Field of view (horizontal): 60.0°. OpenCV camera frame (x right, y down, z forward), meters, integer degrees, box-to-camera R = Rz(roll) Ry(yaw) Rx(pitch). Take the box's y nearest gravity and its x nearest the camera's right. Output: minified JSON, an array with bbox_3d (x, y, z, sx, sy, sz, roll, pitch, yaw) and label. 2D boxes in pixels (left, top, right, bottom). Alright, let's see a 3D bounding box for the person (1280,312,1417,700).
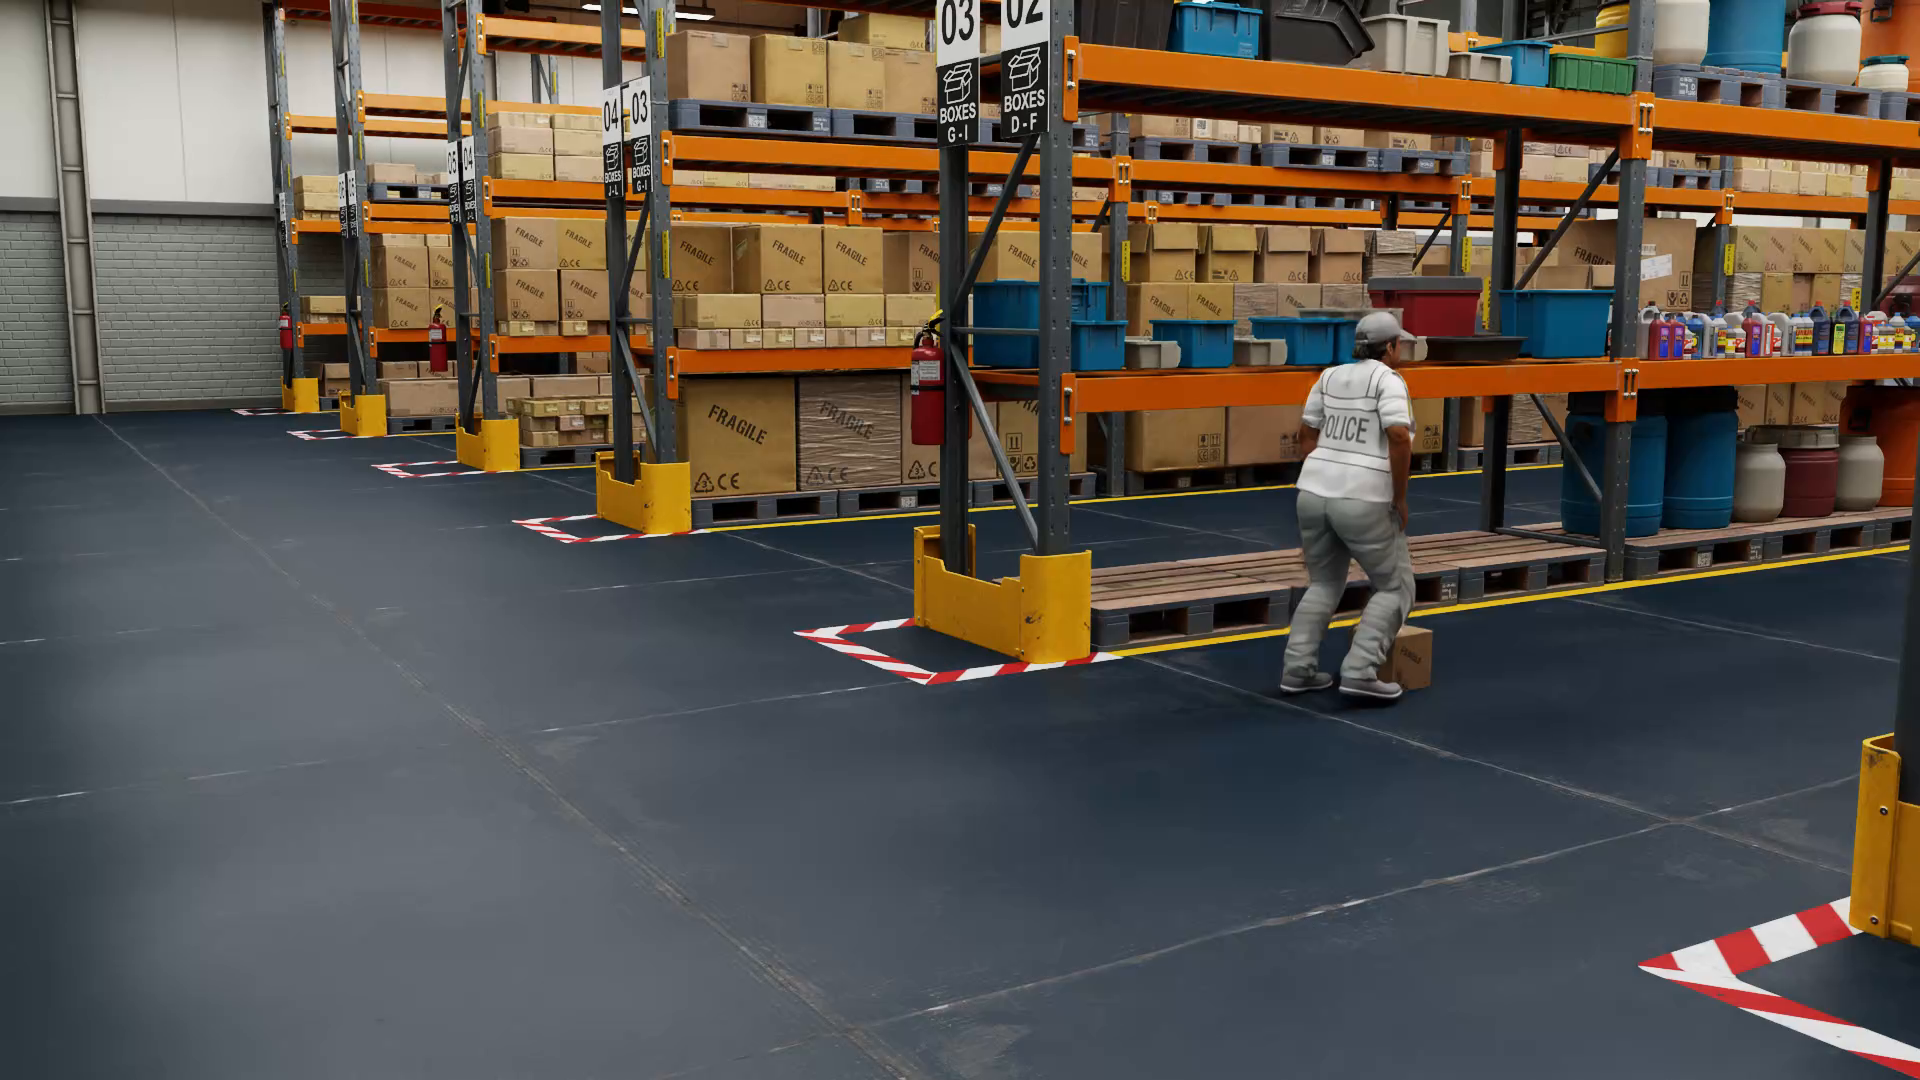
[{"bbox_3d":[1.671,-0.147,7.010,0.571,1.606,0.623,-6,10,-34],"label":"person"}]
